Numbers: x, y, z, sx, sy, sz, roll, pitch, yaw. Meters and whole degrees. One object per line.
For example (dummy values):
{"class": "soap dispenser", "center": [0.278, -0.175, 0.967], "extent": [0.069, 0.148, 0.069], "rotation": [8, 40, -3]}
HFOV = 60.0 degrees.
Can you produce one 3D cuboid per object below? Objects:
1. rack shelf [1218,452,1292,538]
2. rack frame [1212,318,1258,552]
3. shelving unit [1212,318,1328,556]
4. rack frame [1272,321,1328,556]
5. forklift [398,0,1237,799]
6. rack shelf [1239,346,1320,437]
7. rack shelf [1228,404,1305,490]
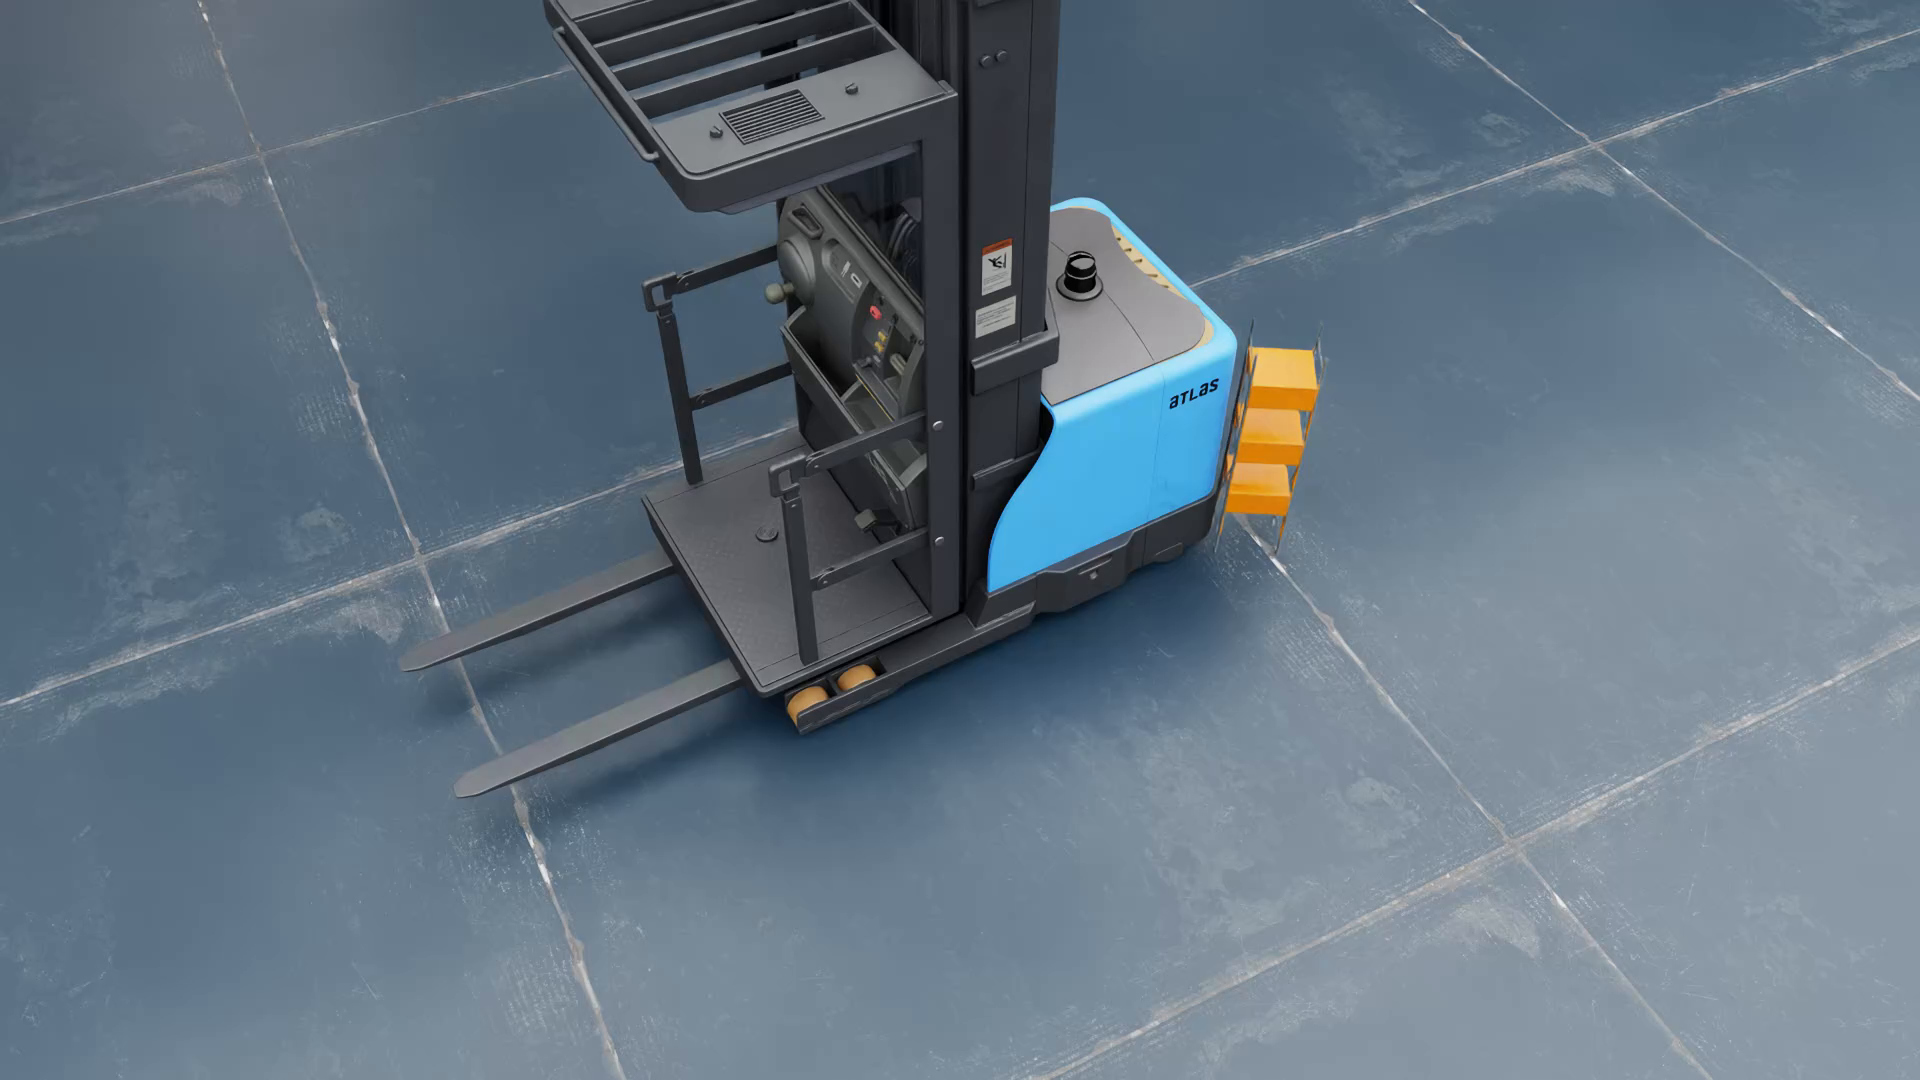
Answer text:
{"class": "rack shelf", "center": [1.144, -0.176, 6.478], "extent": [0.240, 0.259, 0.215], "rotation": [3, 49, 1]}
{"class": "rack frame", "center": [1.029, -0.372, 6.263], "extent": [0.008, 1.050, 0.200], "rotation": [3, 49, 1]}
{"class": "shelving unit", "center": [1.151, -0.365, 6.261], "extent": [0.252, 1.050, 0.215], "rotation": [3, 49, 1]}
{"class": "rack frame", "center": [1.273, -0.359, 6.259], "extent": [0.008, 1.050, 0.200], "rotation": [3, 49, 1]}
{"class": "forklift", "center": [-0.541, -0.733, 5.337], "extent": [3.031, 2.935, 1.130], "rotation": [-23, 53, -19]}
{"class": "rack shelf", "center": [1.157, -0.545, 6.055], "extent": [0.240, 0.259, 0.215], "rotation": [3, 49, 1]}
{"class": "rack shelf", "center": [1.151, -0.358, 6.269], "extent": [0.240, 0.259, 0.215], "rotation": [3, 49, 1]}
